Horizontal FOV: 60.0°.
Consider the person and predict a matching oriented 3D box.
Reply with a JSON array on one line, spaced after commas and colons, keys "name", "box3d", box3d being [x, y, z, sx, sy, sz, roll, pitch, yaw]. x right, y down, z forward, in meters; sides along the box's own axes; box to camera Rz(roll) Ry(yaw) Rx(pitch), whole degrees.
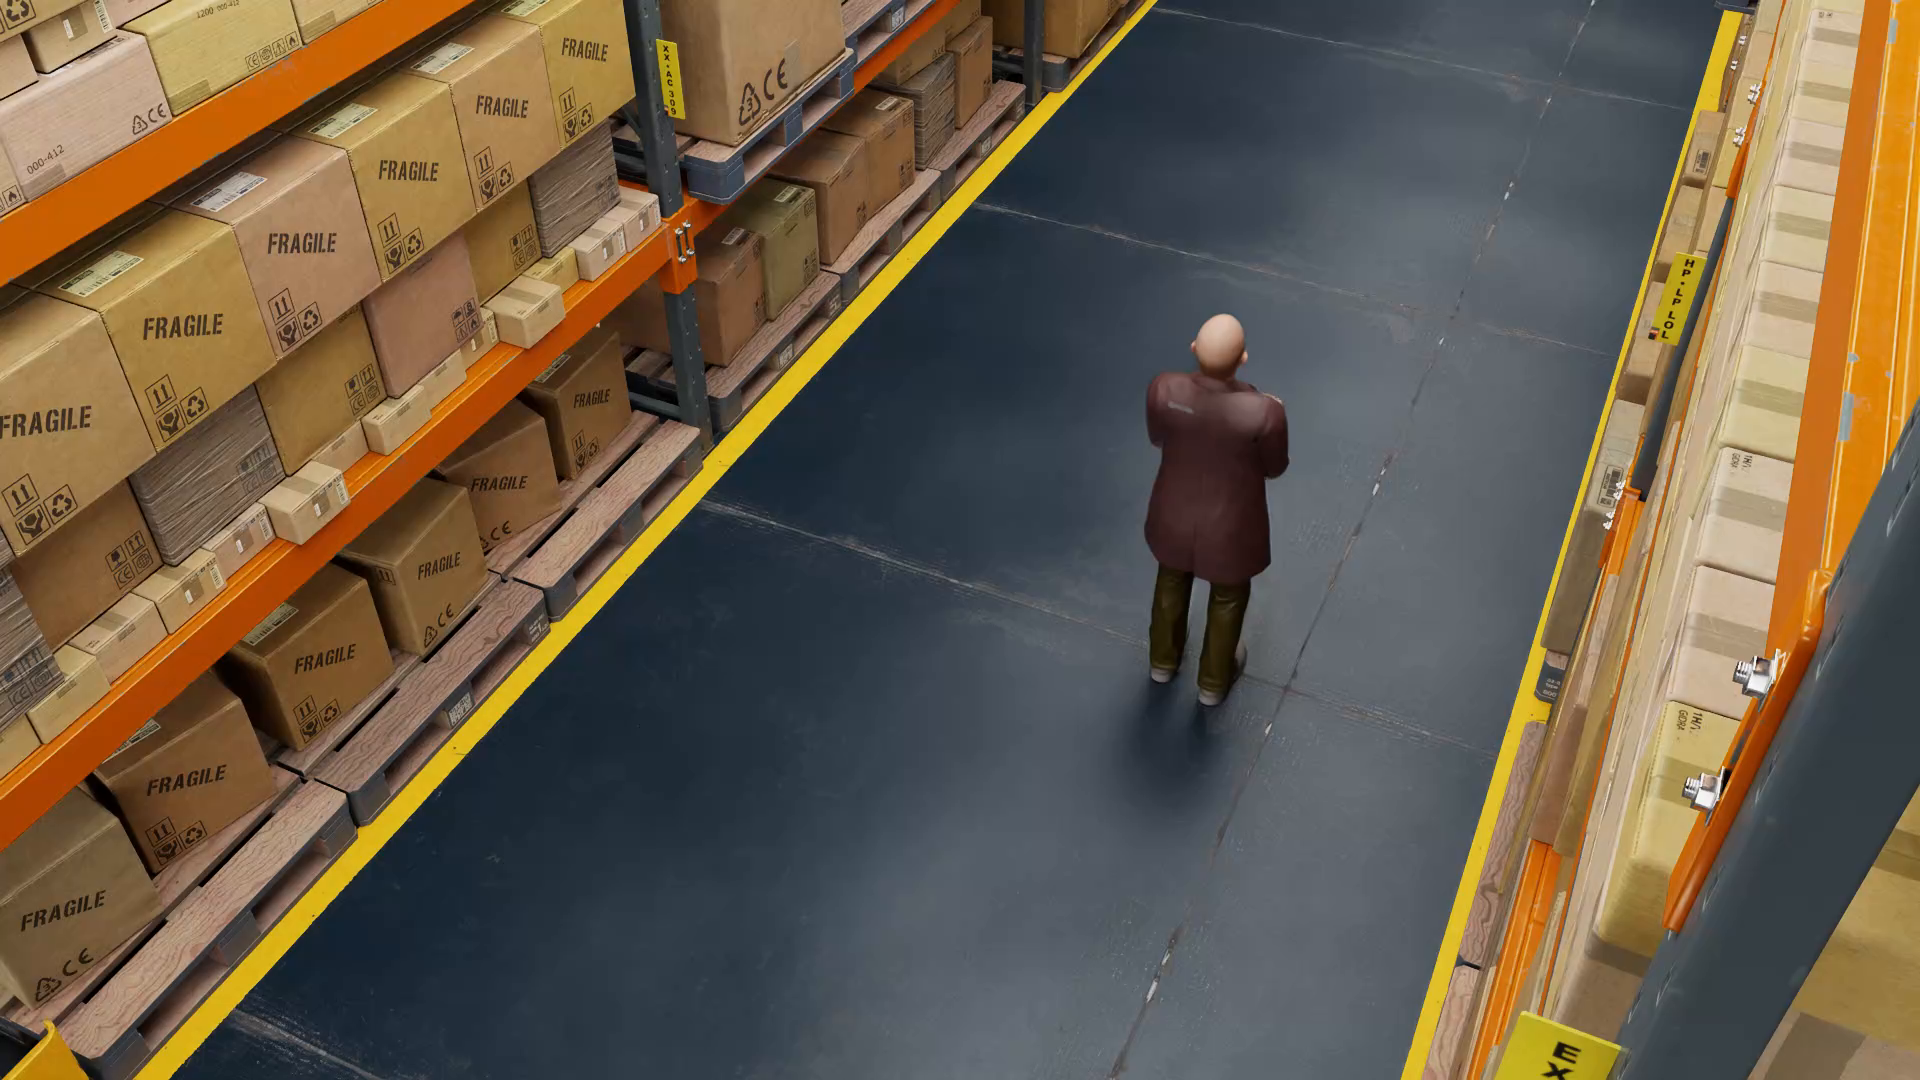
[{"name": "person", "box3d": [0.981, -0.173, 6.365, 0.537, 1.777, 0.548, 17, 44, 18]}]
